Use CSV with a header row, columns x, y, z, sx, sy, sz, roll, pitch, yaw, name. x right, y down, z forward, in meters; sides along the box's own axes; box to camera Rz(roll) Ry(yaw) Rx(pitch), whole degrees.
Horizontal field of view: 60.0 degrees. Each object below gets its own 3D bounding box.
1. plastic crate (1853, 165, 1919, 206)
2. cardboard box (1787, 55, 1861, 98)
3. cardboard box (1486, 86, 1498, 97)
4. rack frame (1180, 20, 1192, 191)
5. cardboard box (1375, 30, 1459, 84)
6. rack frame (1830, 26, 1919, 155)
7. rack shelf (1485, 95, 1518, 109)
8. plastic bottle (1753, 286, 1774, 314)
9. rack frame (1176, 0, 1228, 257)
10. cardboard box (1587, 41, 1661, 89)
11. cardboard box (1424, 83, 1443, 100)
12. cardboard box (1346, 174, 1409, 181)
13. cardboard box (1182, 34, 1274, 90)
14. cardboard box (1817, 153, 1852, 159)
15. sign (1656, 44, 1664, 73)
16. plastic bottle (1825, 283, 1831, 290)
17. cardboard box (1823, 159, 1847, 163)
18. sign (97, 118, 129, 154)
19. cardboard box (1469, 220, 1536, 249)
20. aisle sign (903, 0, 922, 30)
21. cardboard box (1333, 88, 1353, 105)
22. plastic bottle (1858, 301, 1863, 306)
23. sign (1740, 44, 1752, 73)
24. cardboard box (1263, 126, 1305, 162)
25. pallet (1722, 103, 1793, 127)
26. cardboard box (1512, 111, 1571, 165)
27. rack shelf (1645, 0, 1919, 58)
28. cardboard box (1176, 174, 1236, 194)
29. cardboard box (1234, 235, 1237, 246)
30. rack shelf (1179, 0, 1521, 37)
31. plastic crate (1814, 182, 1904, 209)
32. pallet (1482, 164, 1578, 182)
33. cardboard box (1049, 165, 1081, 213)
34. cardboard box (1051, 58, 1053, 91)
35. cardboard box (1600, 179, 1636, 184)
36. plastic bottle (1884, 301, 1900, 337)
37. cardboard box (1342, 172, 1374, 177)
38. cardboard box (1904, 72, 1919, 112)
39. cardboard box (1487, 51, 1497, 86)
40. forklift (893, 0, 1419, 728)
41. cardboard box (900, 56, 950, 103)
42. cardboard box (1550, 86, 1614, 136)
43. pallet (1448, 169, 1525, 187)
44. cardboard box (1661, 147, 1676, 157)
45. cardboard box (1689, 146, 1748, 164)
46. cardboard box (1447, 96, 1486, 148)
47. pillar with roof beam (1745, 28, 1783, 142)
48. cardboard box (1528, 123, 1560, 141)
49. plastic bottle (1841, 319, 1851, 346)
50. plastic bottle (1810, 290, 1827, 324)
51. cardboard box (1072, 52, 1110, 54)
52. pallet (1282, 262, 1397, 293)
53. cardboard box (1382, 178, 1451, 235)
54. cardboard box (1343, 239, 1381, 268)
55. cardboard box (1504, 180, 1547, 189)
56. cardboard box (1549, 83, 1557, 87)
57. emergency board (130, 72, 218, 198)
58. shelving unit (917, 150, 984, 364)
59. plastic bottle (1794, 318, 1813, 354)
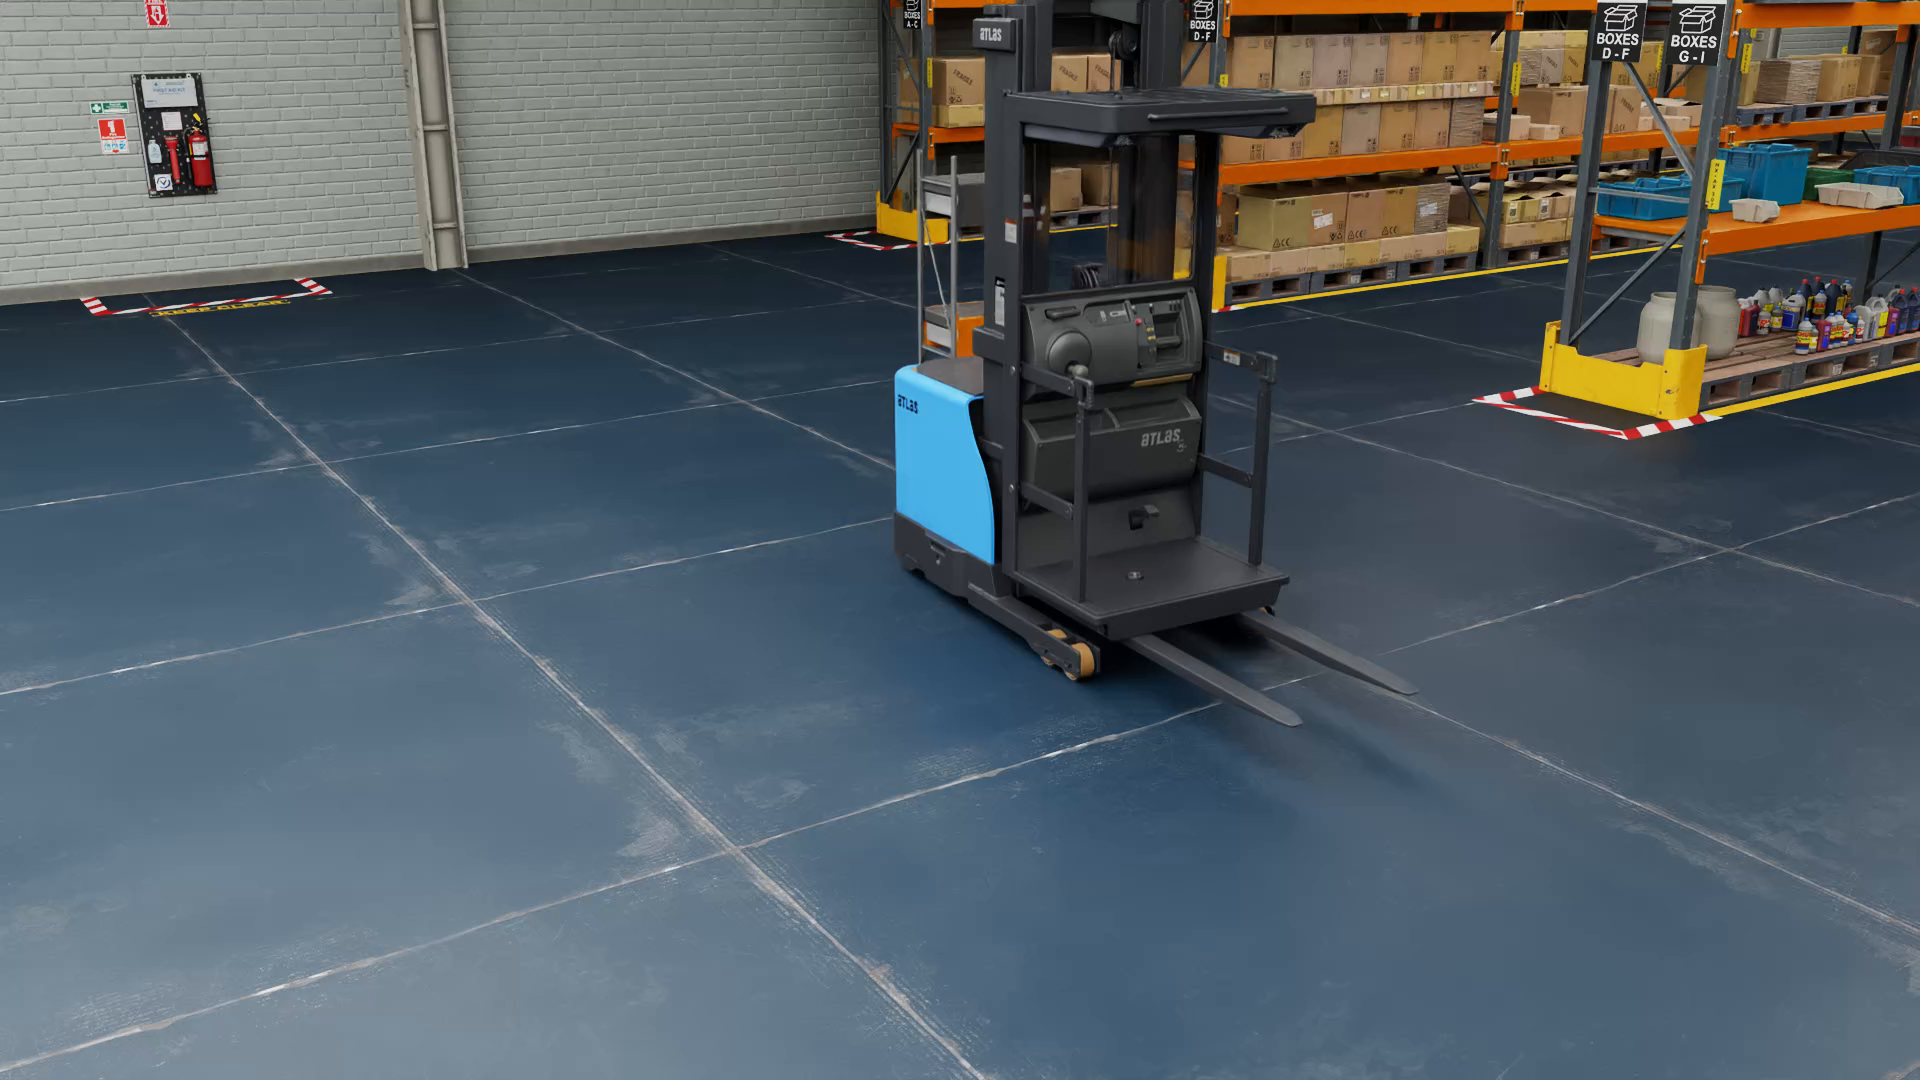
x,y,z,sx,sy,sz,roll,pitch,yaw,name
7.368,-2.786,13.034,0.616,0.251,0.499,-12,22,-31,plastic crate
11.045,-5.943,21.329,0.500,0.500,0.700,-8,20,-23,cardboard box
7.712,-6.638,24.557,0.250,0.149,0.380,-12,22,-31,cardboard box
2.694,-5.774,21.640,0.127,3.000,1.000,-12,22,-31,rack frame
4.633,-4.942,16.998,0.500,0.500,0.700,-12,22,-32,cardboard box
12.103,-5.859,21.891,0.127,3.000,1.000,-12,22,-31,rack frame
7.705,-6.490,24.881,4.000,0.370,1.077,-12,22,-31,rack shelf
6.573,-1.905,13.646,0.185,0.351,0.144,-11,22,-29,plastic bottle
2.081,-3.745,15.638,0.127,3.000,1.000,-12,22,-31,rack frame
10.450,-7.543,26.406,0.700,0.700,0.980,-13,22,-33,cardboard box
4.669,-4.563,16.888,0.250,0.149,0.380,-12,22,-32,cardboard box
4.449,-3.613,17.715,0.500,0.500,0.500,-12,22,-31,cardboard box
2.522,-4.495,15.675,0.500,0.500,0.700,-12,22,-31,cardboard box
11.565,-4.863,22.161,0.500,0.500,0.500,-13,23,-34,cardboard box
8.456,-5.809,20.058,0.005,0.325,0.100,-12,22,-31,sign
7.381,-2.039,14.158,0.135,0.276,0.152,-11,22,-29,plastic bottle
11.431,-4.634,21.486,0.500,0.500,0.500,-12,22,-31,cardboard box
-8.152,-3.889,16.009,0.234,0.329,0.001,-12,22,-31,sign
5.895,-3.351,18.110,0.500,0.250,0.500,-13,22,-33,cardboard box
-0.542,-6.208,18.865,0.004,0.787,0.394,-12,22,-31,aisle sign
3.602,-4.338,16.225,0.250,0.149,0.380,-12,22,-32,cardboard box
7.256,-1.787,13.402,0.133,0.283,0.061,-12,22,-31,plastic bottle
9.071,-5.555,19.184,0.005,0.325,0.100,-12,22,-31,sign
2.914,-3.965,16.133,0.500,0.500,0.700,-11,22,-30,cardboard box
9.290,-5.201,20.246,1.003,0.211,1.213,-12,22,-31,pallet
8.904,-6.214,25.643,0.750,0.750,0.750,-12,22,-31,cardboard box
6.473,-3.852,12.394,4.000,0.370,1.077,-12,22,-31,rack shelf
3.300,-4.932,22.366,0.500,0.500,0.700,-11,22,-30,cardboard box
2.778,-2.906,16.795,0.500,0.250,0.500,-12,22,-31,cardboard box
3.752,-5.177,16.315,4.000,0.370,1.077,-12,22,-31,rack shelf
6.926,-2.645,12.797,0.437,0.136,0.530,-12,22,-31,plastic crate
8.773,-5.706,25.793,1.213,0.211,1.003,-12,22,-31,pallet
1.097,-4.408,20.815,0.500,0.500,0.700,-14,23,-35,cardboard box
0.771,-5.540,19.981,0.500,0.500,0.500,-13,22,-33,cardboard box
7.607,-3.976,19.085,0.500,0.311,0.500,-12,22,-32,cardboard box
7.490,-1.781,13.385,0.133,0.283,0.061,-10,21,-28,plastic bottle
5.462,-5.362,23.637,0.500,0.500,0.700,-12,22,-31,cardboard box
12.679,-5.923,21.925,0.500,0.500,0.500,-11,22,-30,cardboard box
7.439,-6.870,24.231,0.500,0.500,0.500,-12,22,-32,cardboard box
0.819,-0.931,7.421,1.130,2.935,3.031,-10,21,-28,forklift
-0.370,-5.503,19.870,0.500,0.500,0.500,-12,22,-32,cardboard box
6.931,-4.809,18.629,0.500,0.500,0.500,-12,22,-31,cardboard box
7.753,-5.490,25.153,1.213,0.211,1.003,-12,22,-31,pallet
11.349,-6.575,27.258,0.500,0.500,0.700,-13,22,-33,cardboard box
9.459,-4.772,20.722,0.500,0.250,0.500,-11,22,-29,cardboard box
5.055,-4.417,17.470,0.500,0.500,0.700,-13,22,-33,cardboard box
16.863,-10.285,25.616,0.400,9.000,9.100,-12,22,-31,pillar with roof beam
6.274,-4.432,18.063,0.250,0.149,0.380,-12,22,-31,cardboard box
6.940,-1.634,13.076,0.097,0.201,0.097,0,19,0,plastic bottle
7.186,-1.951,13.905,0.097,0.271,0.097,0,19,0,plastic bottle
1.753,-5.950,21.194,0.500,0.500,0.500,-12,22,-32,cardboard box
3.715,-2.783,17.148,1.213,0.211,1.003,-12,22,-31,pallet
4.731,-3.476,17.310,0.500,0.500,0.500,-12,22,-31,cardboard box
3.905,-2.940,16.895,0.500,0.250,0.500,-12,22,-31,cardboard box
6.452,-3.940,18.978,0.500,0.311,0.500,-12,22,-32,cardboard box
8.810,-6.854,25.195,0.250,0.149,0.380,-11,22,-30,cardboard box
-7.633,-3.942,16.221,0.643,1.169,0.194,-12,22,-31,emergency board
0.090,-1.053,9.082,0.503,2.100,0.431,-10,21,-28,shelving unit
6.488,-1.571,12.782,0.097,0.271,0.097,0,19,0,plastic bottle
